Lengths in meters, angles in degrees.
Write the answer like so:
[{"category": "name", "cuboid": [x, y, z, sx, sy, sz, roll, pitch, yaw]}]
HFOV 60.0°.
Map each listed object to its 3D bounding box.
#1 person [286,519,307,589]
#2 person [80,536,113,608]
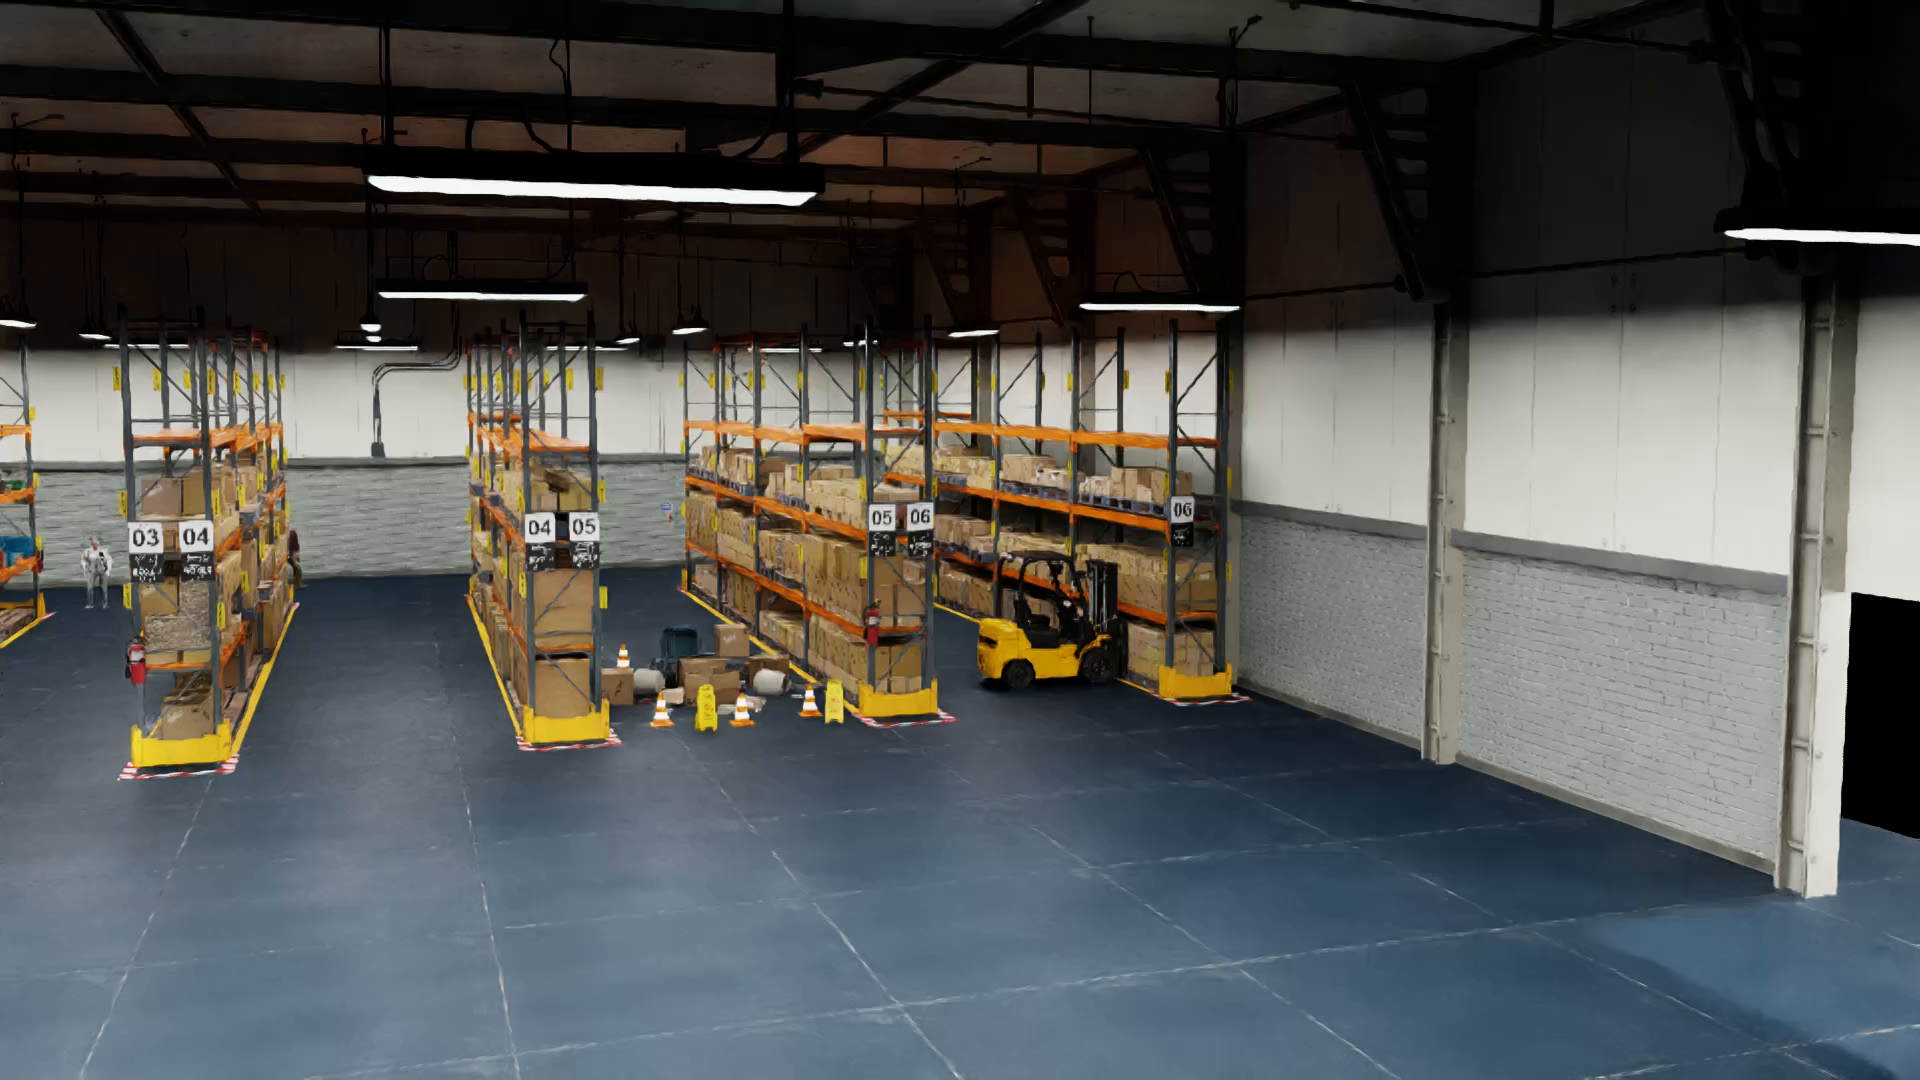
[{"category": "person", "cuboid": [-16.299, 0.325, 40.211, 0.735, 1.712, 0.904, -4, 7, -36]}, {"category": "person", "cuboid": [-19.139, 0.705, 36.843, 0.610, 1.632, 0.512, -2, 6, -21]}]
